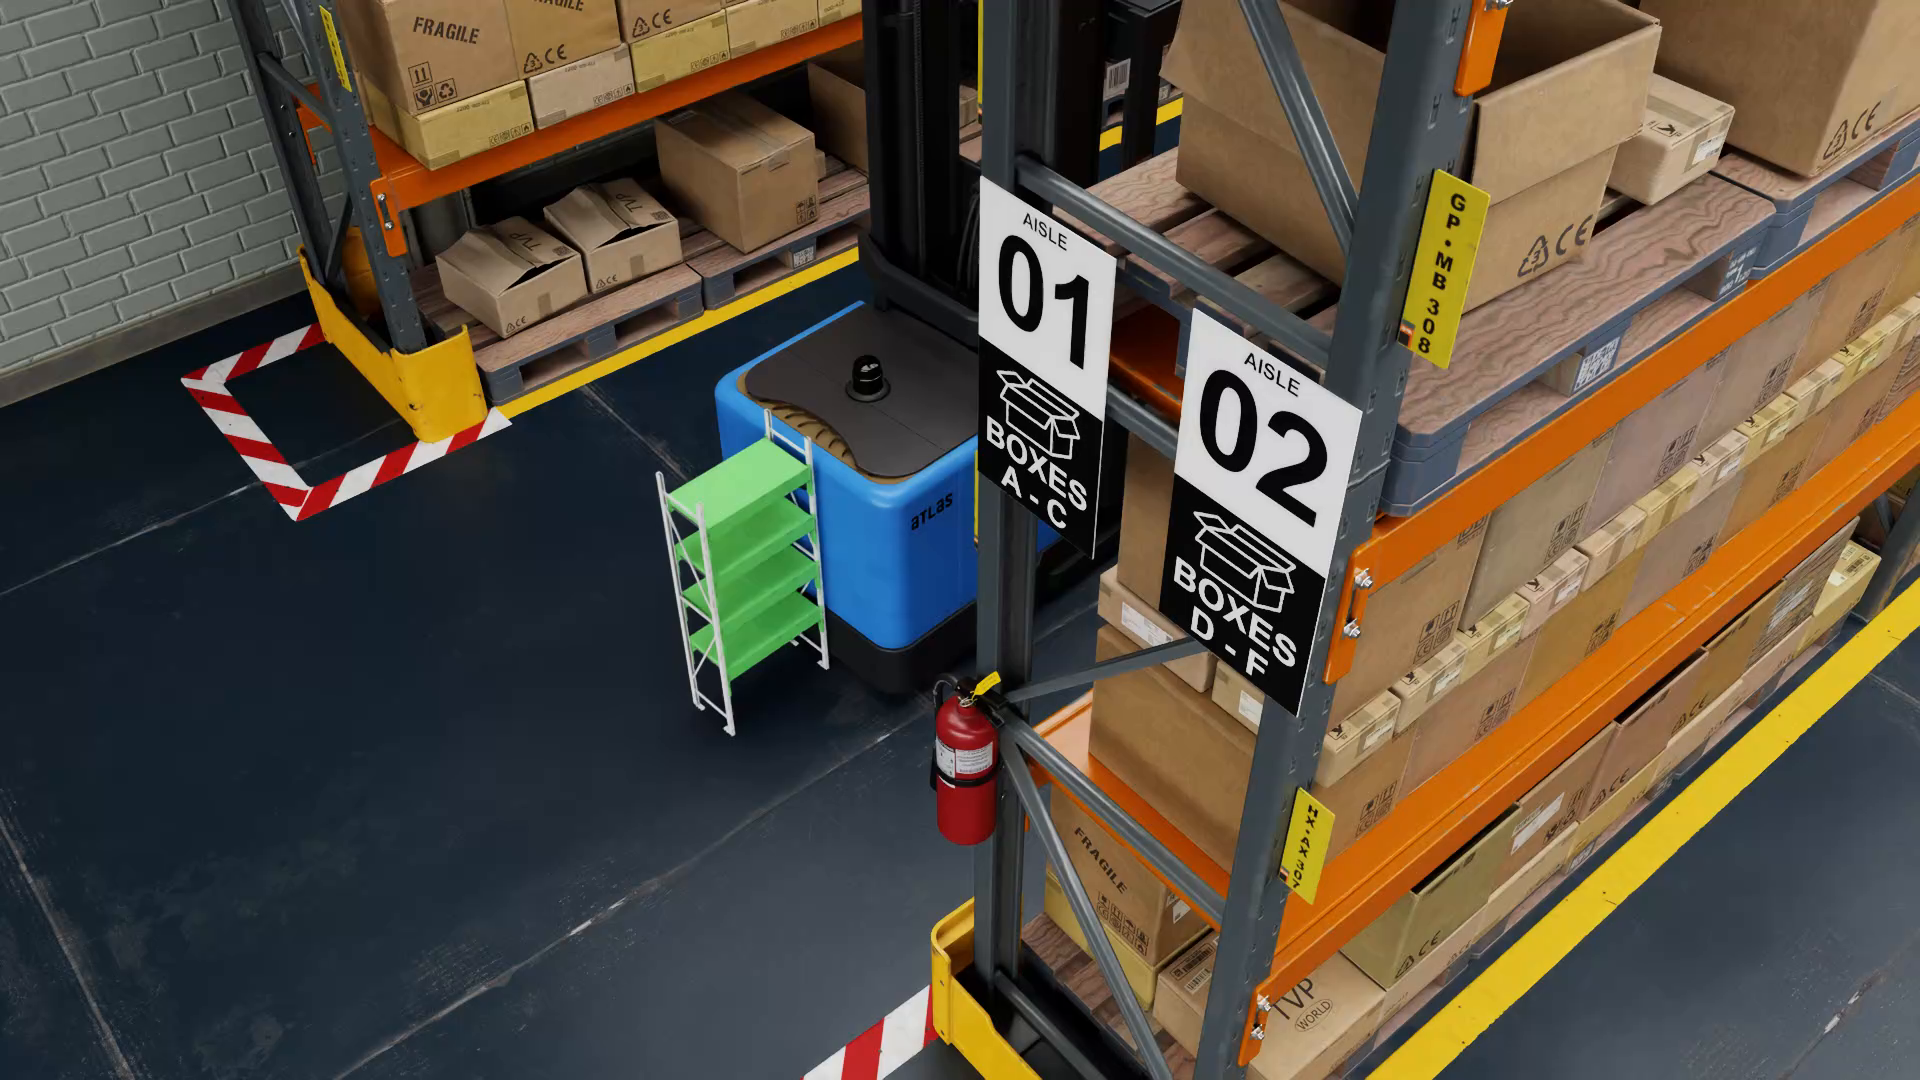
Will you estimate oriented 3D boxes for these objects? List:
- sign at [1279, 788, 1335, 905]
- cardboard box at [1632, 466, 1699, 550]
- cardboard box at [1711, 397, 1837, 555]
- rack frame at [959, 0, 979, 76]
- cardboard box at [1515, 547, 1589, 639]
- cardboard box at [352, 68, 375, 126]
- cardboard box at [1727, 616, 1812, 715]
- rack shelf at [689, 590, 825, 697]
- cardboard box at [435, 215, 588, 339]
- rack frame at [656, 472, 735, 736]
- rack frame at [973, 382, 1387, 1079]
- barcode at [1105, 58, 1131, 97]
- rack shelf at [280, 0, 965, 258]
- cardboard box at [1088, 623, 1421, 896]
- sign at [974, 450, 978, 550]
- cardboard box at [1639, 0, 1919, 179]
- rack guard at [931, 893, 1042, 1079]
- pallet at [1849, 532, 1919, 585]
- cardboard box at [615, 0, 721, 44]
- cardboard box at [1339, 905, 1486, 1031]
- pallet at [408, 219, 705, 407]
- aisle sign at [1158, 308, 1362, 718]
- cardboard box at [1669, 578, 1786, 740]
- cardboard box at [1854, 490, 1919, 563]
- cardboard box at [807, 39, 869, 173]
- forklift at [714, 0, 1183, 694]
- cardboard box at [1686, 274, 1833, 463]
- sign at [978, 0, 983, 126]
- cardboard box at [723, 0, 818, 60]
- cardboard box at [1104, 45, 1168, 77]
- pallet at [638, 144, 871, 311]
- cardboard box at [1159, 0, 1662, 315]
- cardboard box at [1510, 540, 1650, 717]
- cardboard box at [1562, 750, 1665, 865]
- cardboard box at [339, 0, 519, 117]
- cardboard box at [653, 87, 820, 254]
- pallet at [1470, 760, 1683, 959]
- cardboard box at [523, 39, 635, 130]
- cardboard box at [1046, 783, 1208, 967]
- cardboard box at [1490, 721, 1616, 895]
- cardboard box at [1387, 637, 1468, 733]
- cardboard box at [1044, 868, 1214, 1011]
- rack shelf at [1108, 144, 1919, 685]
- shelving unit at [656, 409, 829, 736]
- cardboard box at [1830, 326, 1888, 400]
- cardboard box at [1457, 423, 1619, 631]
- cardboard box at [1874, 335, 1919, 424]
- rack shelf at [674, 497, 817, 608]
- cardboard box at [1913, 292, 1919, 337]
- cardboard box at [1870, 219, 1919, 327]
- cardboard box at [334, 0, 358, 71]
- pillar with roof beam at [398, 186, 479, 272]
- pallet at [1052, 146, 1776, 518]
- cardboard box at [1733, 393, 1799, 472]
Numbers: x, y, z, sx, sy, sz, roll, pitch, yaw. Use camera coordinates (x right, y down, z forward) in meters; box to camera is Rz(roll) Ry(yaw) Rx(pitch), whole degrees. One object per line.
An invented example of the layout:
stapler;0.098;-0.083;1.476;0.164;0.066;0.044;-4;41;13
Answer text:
sign;0.759;0.675;3.650;0.005;0.325;0.100;-30;51;-28
cardboard box;1.833;-0.174;4.697;0.250;0.149;0.380;-30;51;-28
cardboard box;2.352;-0.416;5.429;0.500;0.500;0.700;-29;50;-27
rack frame;0.295;-3.631;8.925;0.127;3.000;1.000;-30;51;-28
cardboard box;1.435;0.057;4.451;0.250;0.149;0.380;-31;51;-28
cardboard box;-2.539;-2.134;7.426;0.500;0.250;0.500;-29;50;-27
cardboard box;2.871;0.350;6.387;0.500;0.250;0.500;-30;51;-28
rack shelf;-0.789;0.364;6.430;0.258;0.148;0.480;34;53;31
cardboard box;-2.185;-1.311;8.098;0.500;0.311;0.500;33;52;30
rack frame;-0.961;0.261;6.095;0.240;1.200;0.015;34;53;31
rack frame;0.408;0.725;4.287;0.127;3.000;1.000;-30;51;-28
barcode;0.330;-0.965;3.472;0.075;0.075;0.001;-30;51;-28
rack shelf;-1.239;-2.491;8.236;4.000;0.370;1.077;-30;51;-28
cardboard box;0.774;0.491;4.464;0.500;0.500;0.700;-30;51;-28
sign;0.070;-0.074;4.119;0.005;0.325;0.100;-30;51;-28
cardboard box;1.857;-1.195;3.658;0.500;0.500;0.500;-30;51;-28
rack guard;0.389;1.647;5.131;0.348;0.500;1.175;-30;51;-28
pallet;4.016;-0.359;7.478;1.213;0.211;1.003;-30;51;-28
cardboard box;-1.429;-2.588;7.361;0.500;0.500;0.500;-31;52;-29
cardboard box;1.343;1.234;5.446;0.500;0.250;0.500;-30;51;-28
pallet;-2.069;-1.229;8.405;1.213;0.211;1.003;-30;51;-28
aisle sign;0.554;-0.033;3.195;0.004;0.787;0.394;-30;51;-28
cardboard box;2.488;0.298;5.896;0.500;0.500;0.500;-30;51;-28
cardboard box;3.944;-0.229;7.005;0.500;0.250;0.500;-31;51;-29
cardboard box;-0.476;-2.404;9.123;0.500;0.500;0.500;-34;53;-31
forklift;0.441;-1.373;6.571;1.130;2.935;3.031;34;53;31
cardboard box;1.985;-0.681;4.764;0.500;0.500;0.700;-30;51;-28
sign;0.070;-0.953;3.294;0.005;0.325;0.100;-30;51;-28
cardboard box;-1.023;-2.552;7.871;0.500;0.250;0.500;-29;51;-28
cardboard box;0.849;-3.212;9.984;0.500;0.500;0.700;-28;50;-27
pallet;-1.134;-1.762;8.972;1.213;0.211;1.003;-30;51;-28
cardboard box;0.851;-0.860;3.299;0.637;0.503;0.797;-26;49;-25
cardboard box;1.558;0.042;4.941;0.500;0.500;0.700;-29;51;-28
cardboard box;2.113;0.798;5.911;0.500;0.250;0.500;-30;51;-28
cardboard box;-2.214;-2.152;6.898;0.500;0.500;0.500;-30;51;-28
cardboard box;-1.153;-1.926;8.615;0.500;0.500;0.700;-33;52;-30
pallet;1.903;0.851;6.190;1.213;0.211;1.003;-30;51;-28
cardboard box;-1.806;-2.110;7.401;0.500;0.250;0.500;-31;52;-29
cardboard box;0.628;0.909;5.245;0.500;0.500;0.500;-30;51;-28
cardboard box;1.719;0.735;5.430;0.500;0.500;0.500;-30;51;-28
cardboard box;1.048;0.276;4.218;0.250;0.149;0.380;-31;51;-29
cardboard box;0.629;1.184;5.500;0.500;0.250;0.500;-30;51;-28
rack shelf;1.942;-0.984;4.441;4.000;0.370;1.077;-30;51;-28
shelving unit;-0.789;0.143;6.221;0.258;1.200;0.503;34;53;31
cardboard box;2.623;-0.627;5.179;0.250;0.149;0.380;-30;51;-28
cardboard box;1.215;-0.239;4.293;0.500;0.500;0.700;-31;51;-29
cardboard box;3.140;-0.870;5.912;0.500;0.500;0.700;-31;51;-29
rack shelf;-0.789;0.014;6.101;0.258;0.148;0.480;34;53;31
cardboard box;3.015;-0.849;5.416;0.250;0.149;0.380;-31;51;-29
cardboard box;2.753;-1.120;5.231;0.500;0.500;0.700;-30;51;-28
cardboard box;-2.548;-2.419;7.182;0.500;0.500;0.500;-30;51;-28
pillar with roof beam;-0.029;-2.562;3.405;0.400;9.000;9.100;-30;51;-28
pallet;0.967;-0.633;3.606;1.213;0.211;1.003;-30;51;-28
cardboard box;2.228;-0.397;4.935;0.250;0.149;0.380;-28;50;-27
